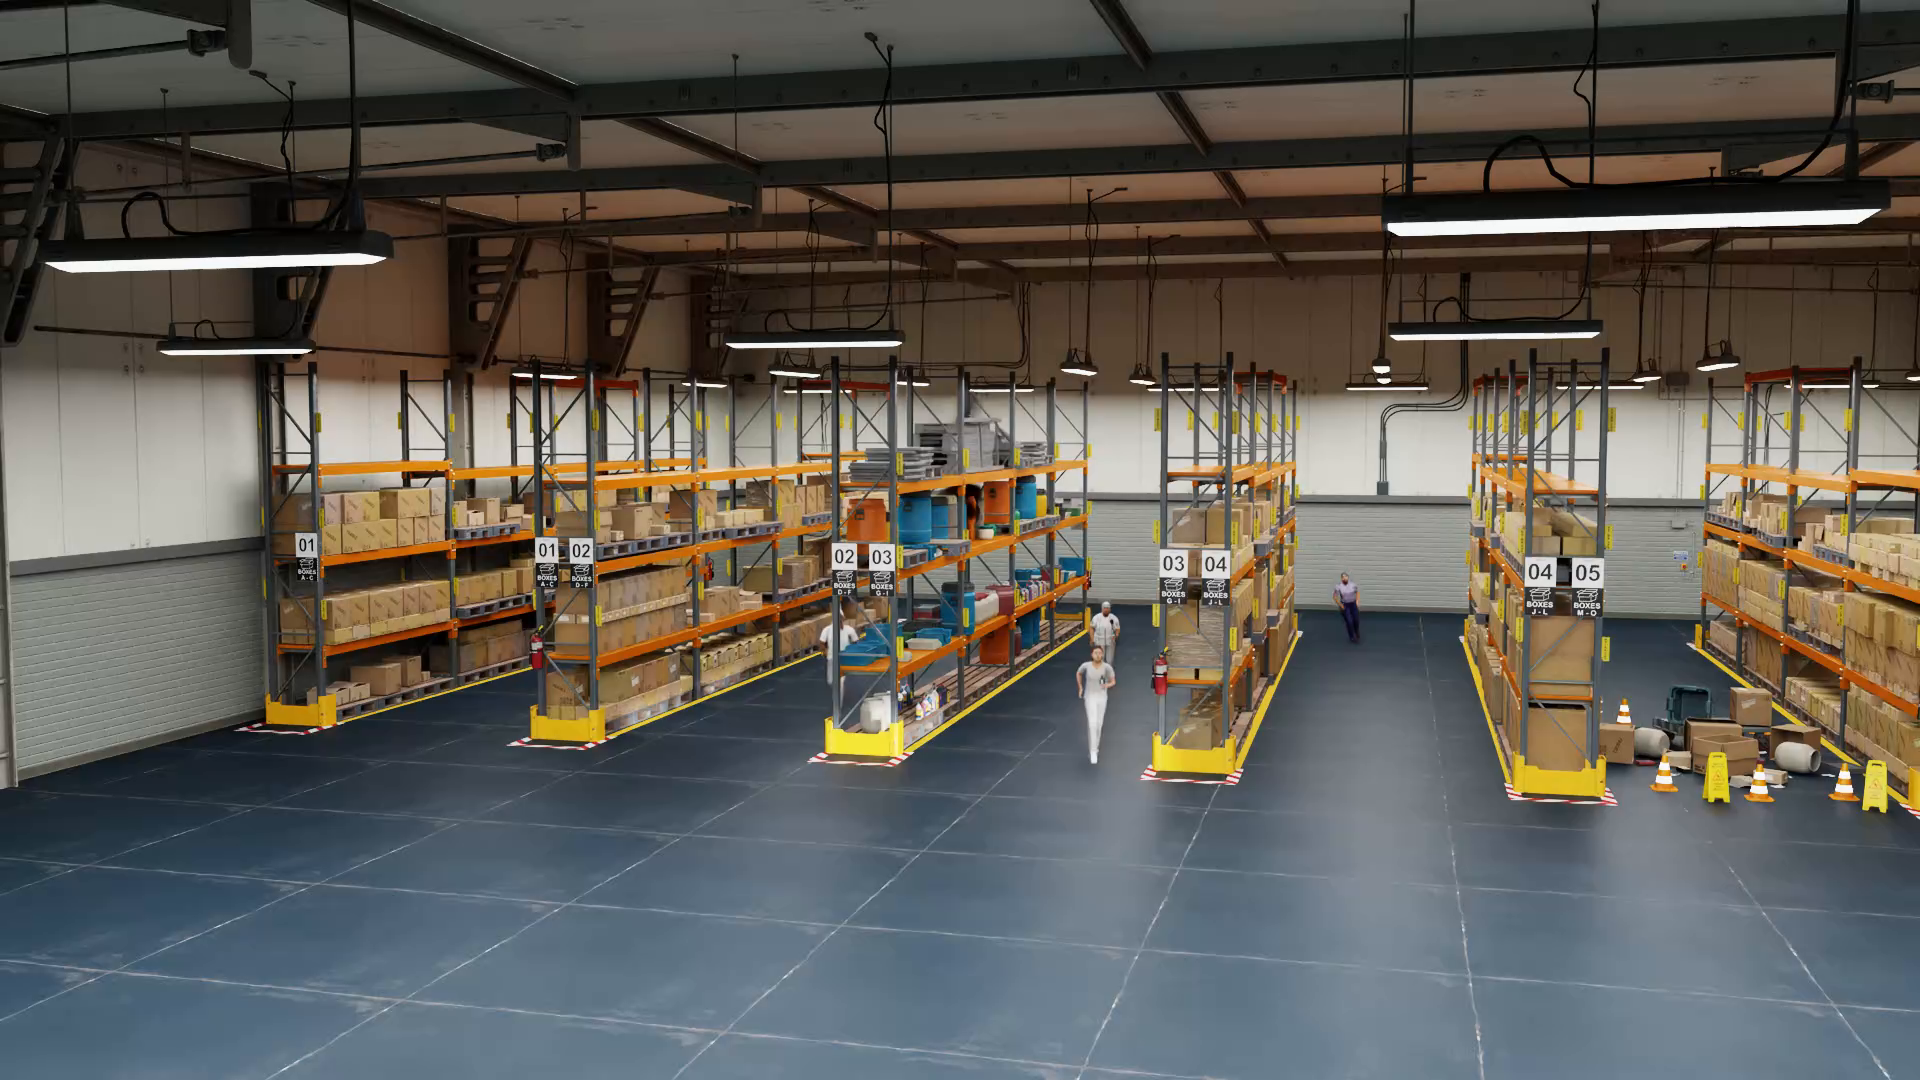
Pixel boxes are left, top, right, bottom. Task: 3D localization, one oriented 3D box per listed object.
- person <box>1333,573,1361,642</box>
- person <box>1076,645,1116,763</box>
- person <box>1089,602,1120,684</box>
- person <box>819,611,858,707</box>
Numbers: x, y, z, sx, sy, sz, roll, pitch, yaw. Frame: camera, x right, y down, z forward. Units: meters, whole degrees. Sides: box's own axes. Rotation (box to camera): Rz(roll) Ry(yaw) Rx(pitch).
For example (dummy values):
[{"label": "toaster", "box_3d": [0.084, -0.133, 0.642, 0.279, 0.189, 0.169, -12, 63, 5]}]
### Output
[{"label": "person", "box_3d": [8.868, 1.538, 38.008, 0.683, 1.587, 0.509, 0, 4, 3]}, {"label": "person", "box_3d": [2.035, 2.411, 24.818, 0.549, 1.712, 0.795, 0, 4, -4]}, {"label": "person", "box_3d": [2.751, 1.975, 31.572, 0.592, 1.616, 0.588, 0, 4, 1]}, {"label": "person", "box_3d": [-2.129, 2.083, 29.223, 0.699, 1.724, 0.656, 0, 4, 2]}]
